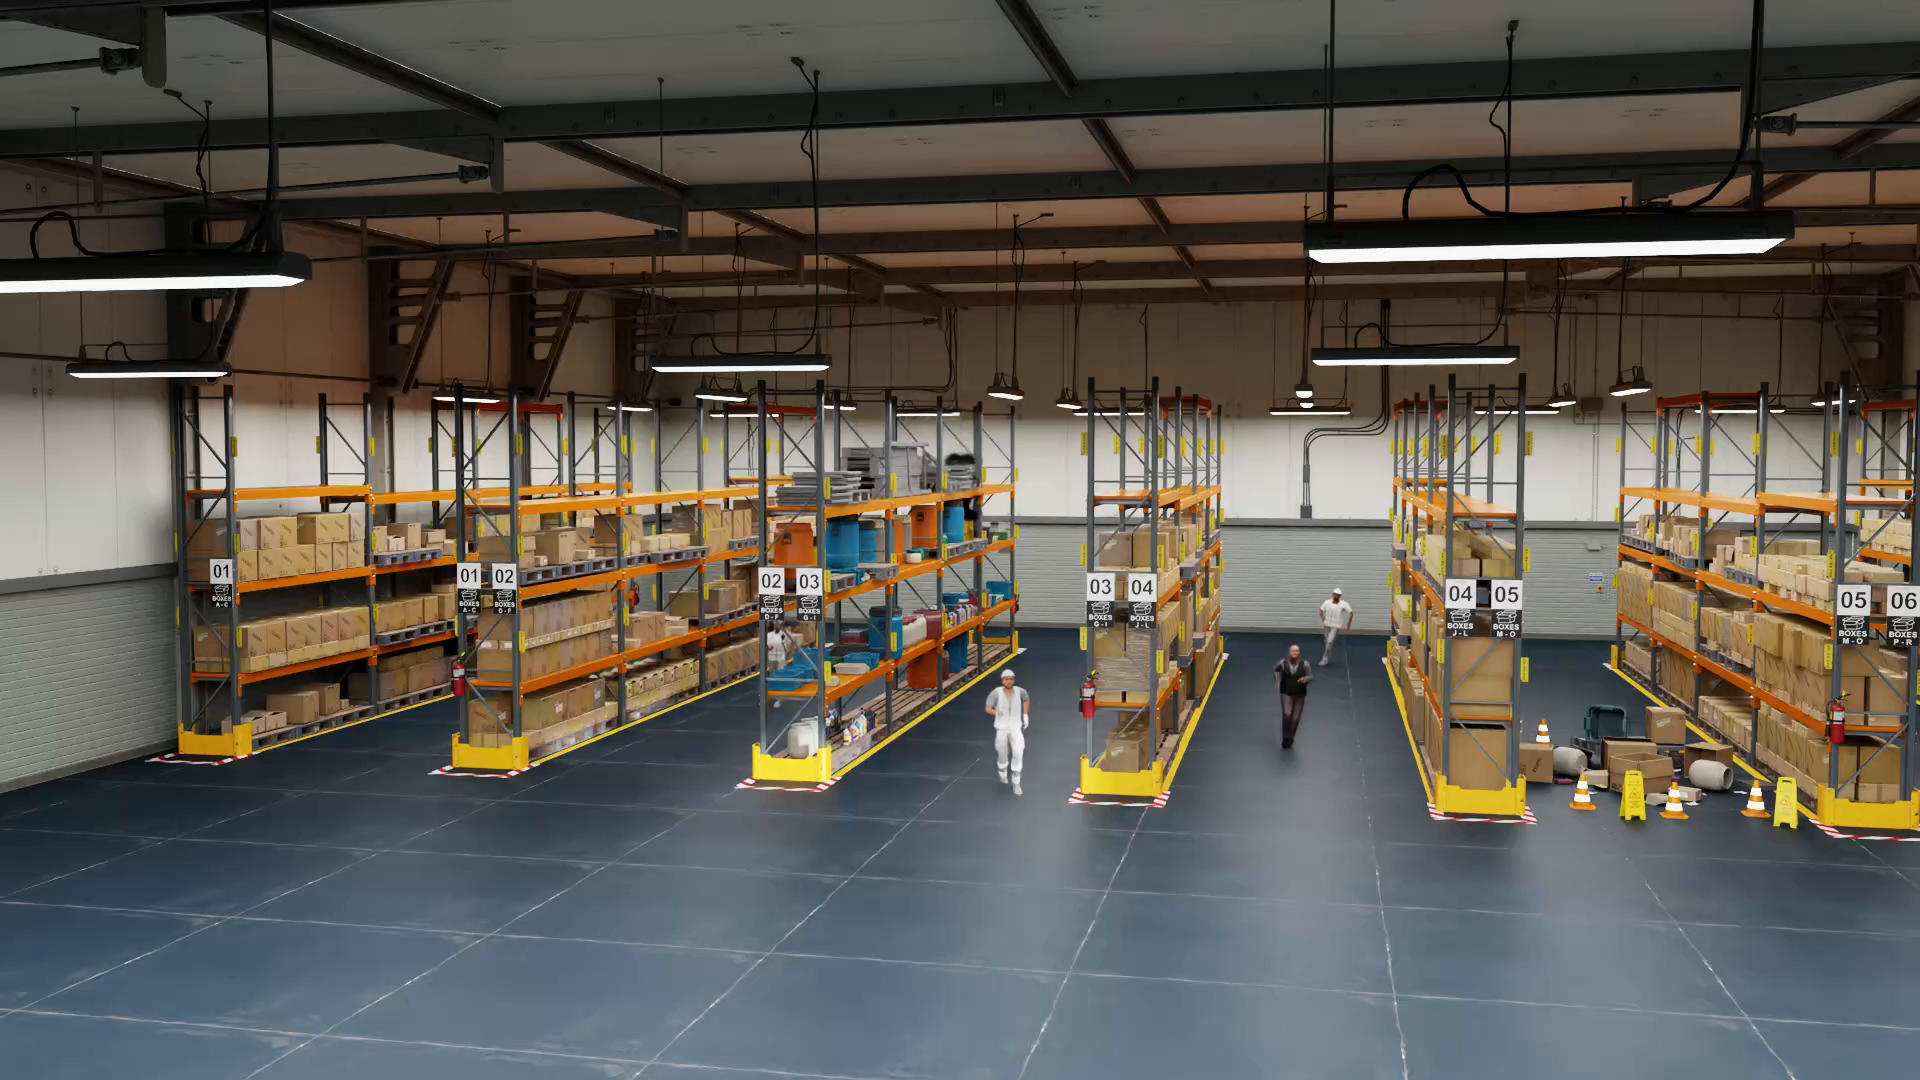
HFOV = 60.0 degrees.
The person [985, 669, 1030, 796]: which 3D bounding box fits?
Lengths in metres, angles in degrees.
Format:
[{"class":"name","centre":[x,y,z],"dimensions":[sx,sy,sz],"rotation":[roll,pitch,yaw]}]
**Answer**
[{"class":"person","centre":[0.694,2.764,24.181],"dimensions":[0.670,1.810,0.848],"rotation":[0,3,-3]}]

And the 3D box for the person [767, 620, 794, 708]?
[{"class":"person","centre":[-3.520,2.337,32.115],"dimensions":[0.575,1.685,0.900],"rotation":[0,3,6]}]

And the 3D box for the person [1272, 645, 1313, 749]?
[{"class":"person","centre":[5.540,2.642,27.652],"dimensions":[0.644,1.657,0.764],"rotation":[0,3,3]}]

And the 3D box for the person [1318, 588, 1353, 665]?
[{"class":"person","centre":[8.546,1.971,38.085],"dimensions":[0.759,1.732,0.936],"rotation":[2,4,36]}]

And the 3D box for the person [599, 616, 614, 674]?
[{"class":"person","centre":[-7.308,2.209,33.915],"dimensions":[0.704,1.850,0.798],"rotation":[1,3,9]}]
